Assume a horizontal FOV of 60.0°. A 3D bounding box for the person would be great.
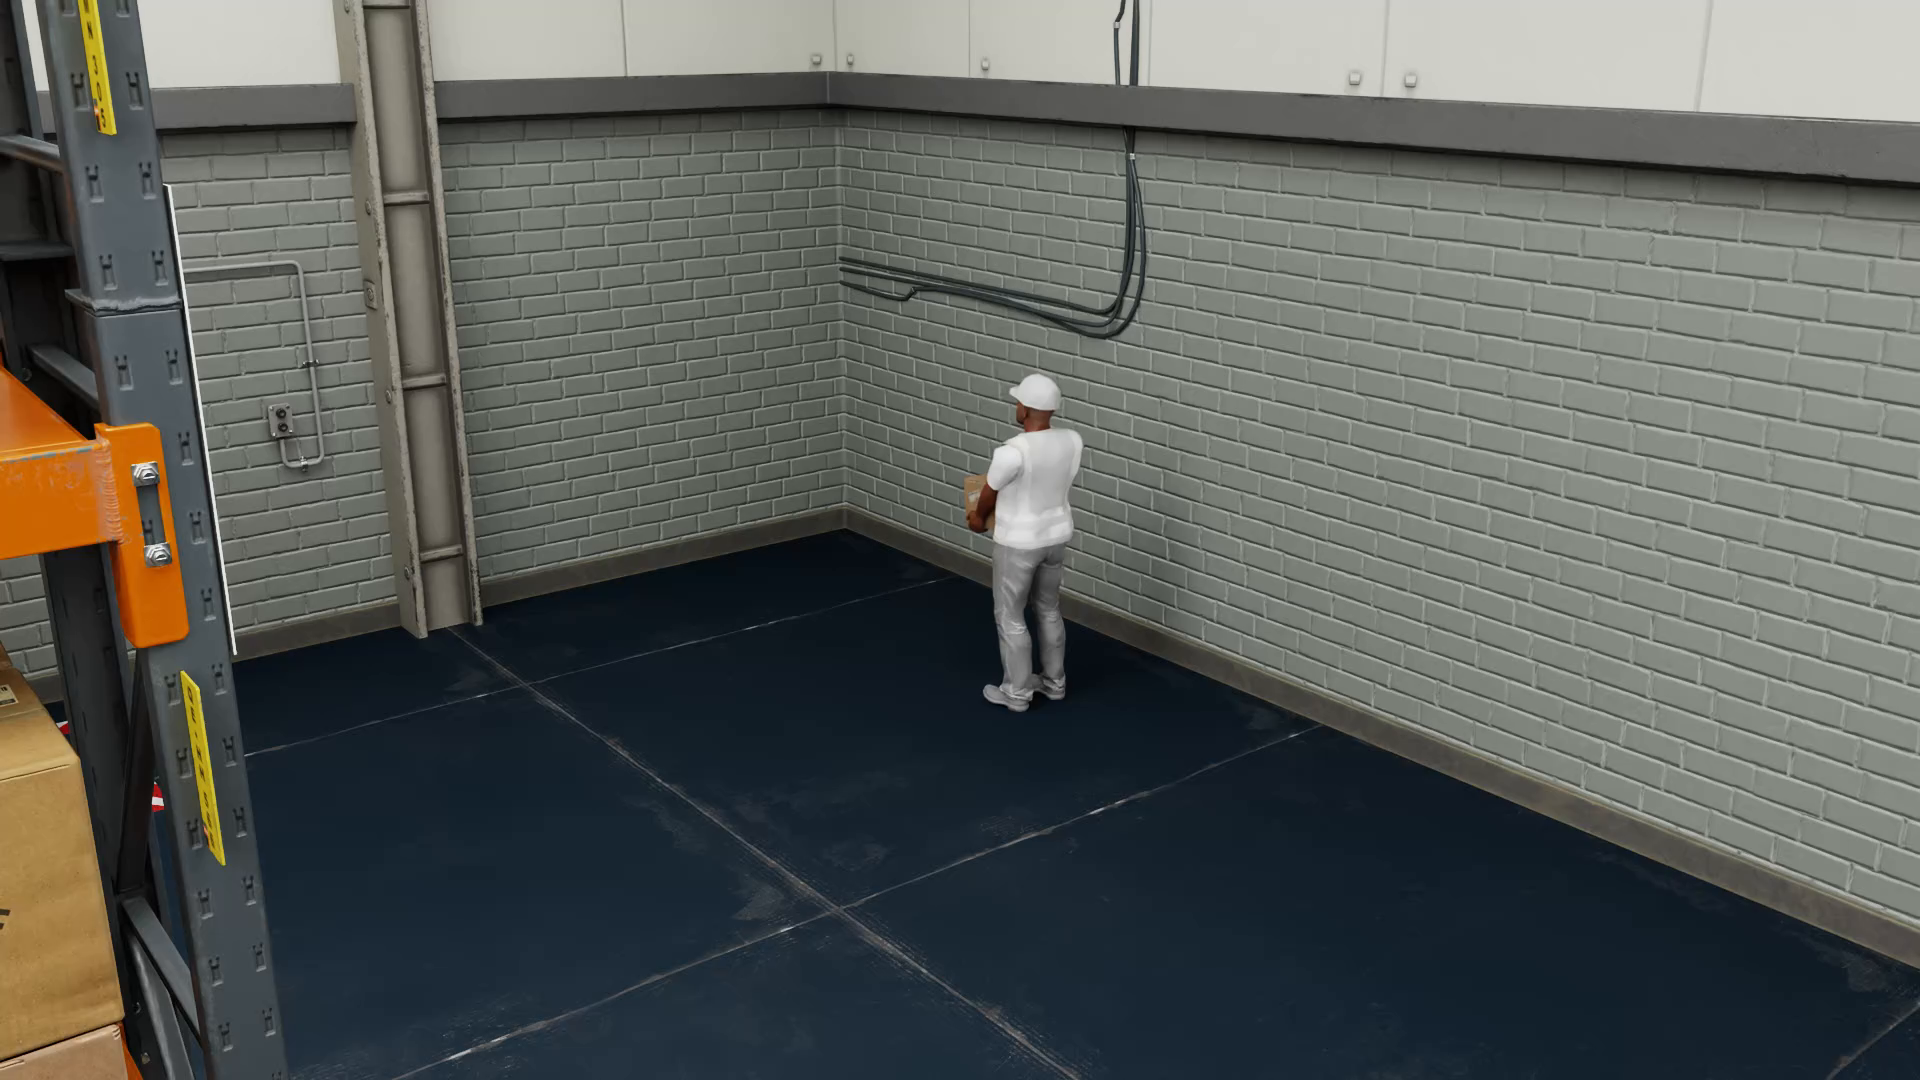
[{"bbox_3d":[0.301,-0.014,8.564,0.503,1.760,0.577,-13,22,-35],"label":"person"}]
